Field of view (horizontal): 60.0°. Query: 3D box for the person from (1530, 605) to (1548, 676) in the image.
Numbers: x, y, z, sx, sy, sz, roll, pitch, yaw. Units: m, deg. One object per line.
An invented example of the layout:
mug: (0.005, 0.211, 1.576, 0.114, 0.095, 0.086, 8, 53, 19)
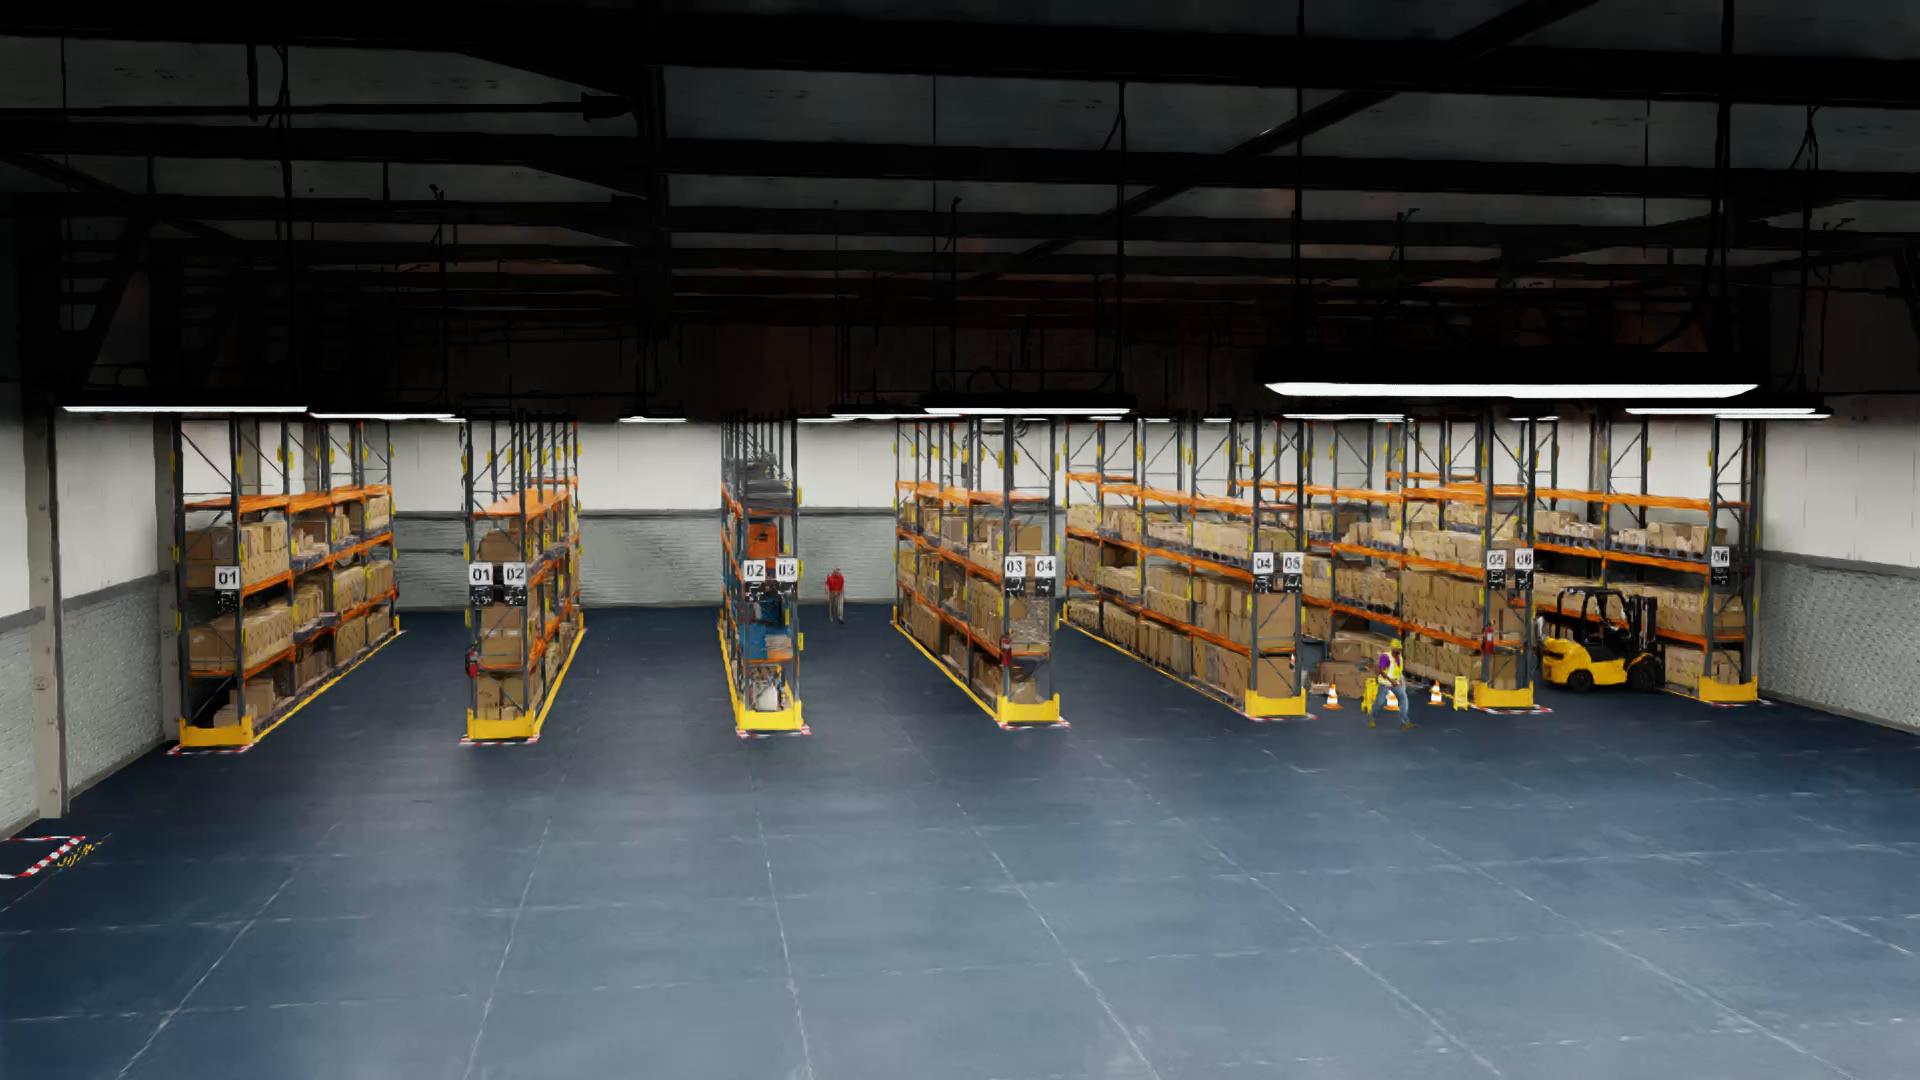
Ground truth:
person: (13.222, 2.278, 37.921, 0.511, 1.585, 0.494, 1, 4, 20)

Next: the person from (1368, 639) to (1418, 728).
person: (8.087, 2.684, 31.263, 0.714, 1.697, 0.823, -2, 4, -27)

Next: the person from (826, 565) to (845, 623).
person: (-3.584, 1.549, 47.840, 0.542, 1.645, 1.126, -1, 4, -8)
